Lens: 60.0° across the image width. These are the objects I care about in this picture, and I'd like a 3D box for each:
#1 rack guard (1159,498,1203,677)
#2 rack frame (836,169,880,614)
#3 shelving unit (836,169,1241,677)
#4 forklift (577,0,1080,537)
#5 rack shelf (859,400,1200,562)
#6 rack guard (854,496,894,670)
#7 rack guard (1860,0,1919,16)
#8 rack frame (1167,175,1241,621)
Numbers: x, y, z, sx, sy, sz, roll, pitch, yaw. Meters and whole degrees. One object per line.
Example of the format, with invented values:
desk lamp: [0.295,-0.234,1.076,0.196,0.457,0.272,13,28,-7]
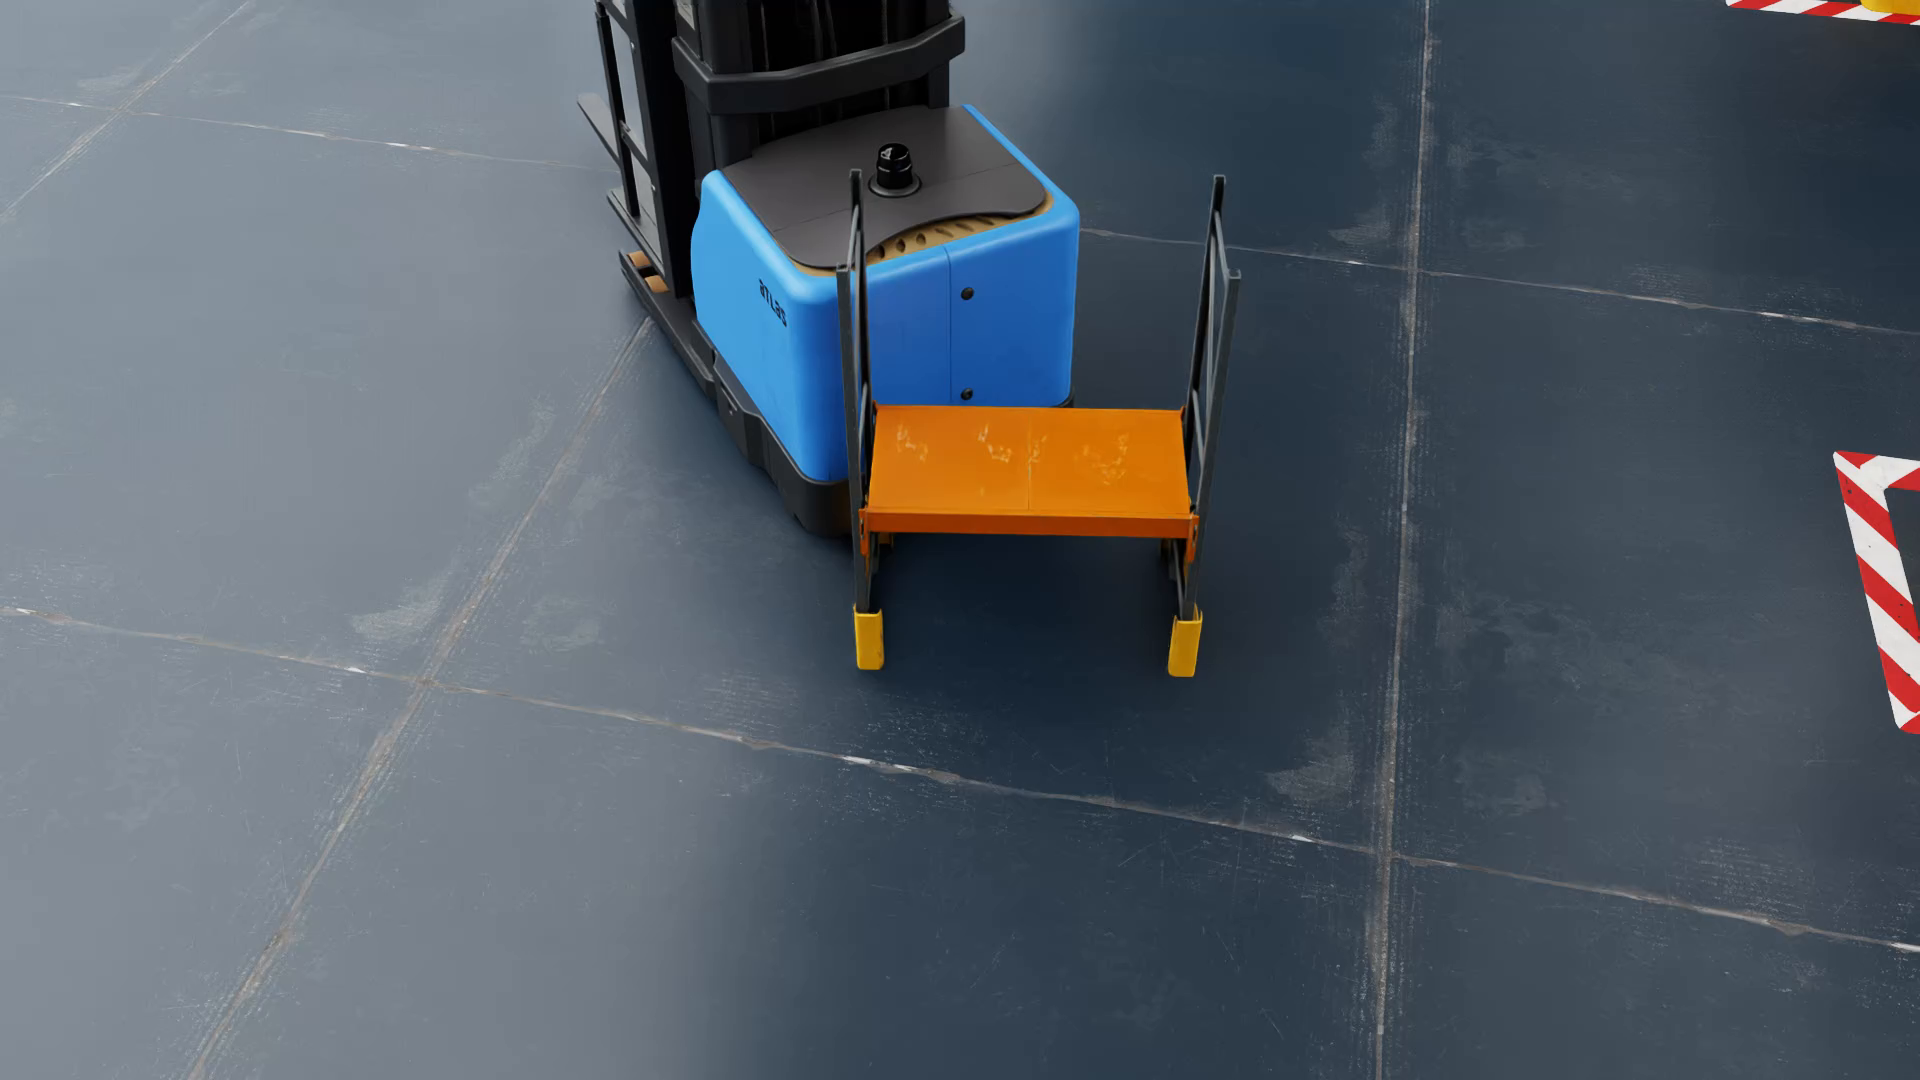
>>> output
rack guard: [0.716,0.143,5.421,0.087,0.250,0.587,1,44,1]
rack frame: [-0.299,-0.328,5.010,0.032,1.500,0.500,1,44,1]
shelving unit: [0.219,-0.318,4.998,1.083,1.500,0.587,1,44,1]
forklift: [-0.729,-2.087,5.805,1.130,2.935,3.031,-20,47,-20]
rack shelf: [0.209,-0.188,5.123,1.000,0.185,0.538,1,44,1]
rack guard: [-0.279,0.122,5.443,0.087,0.250,0.587,1,44,1]
rack guard: [4.969,-3.284,8.802,0.348,0.500,1.175,9,45,9]
rack frame: [0.718,-0.307,4.987,0.032,1.500,0.500,1,44,1]
